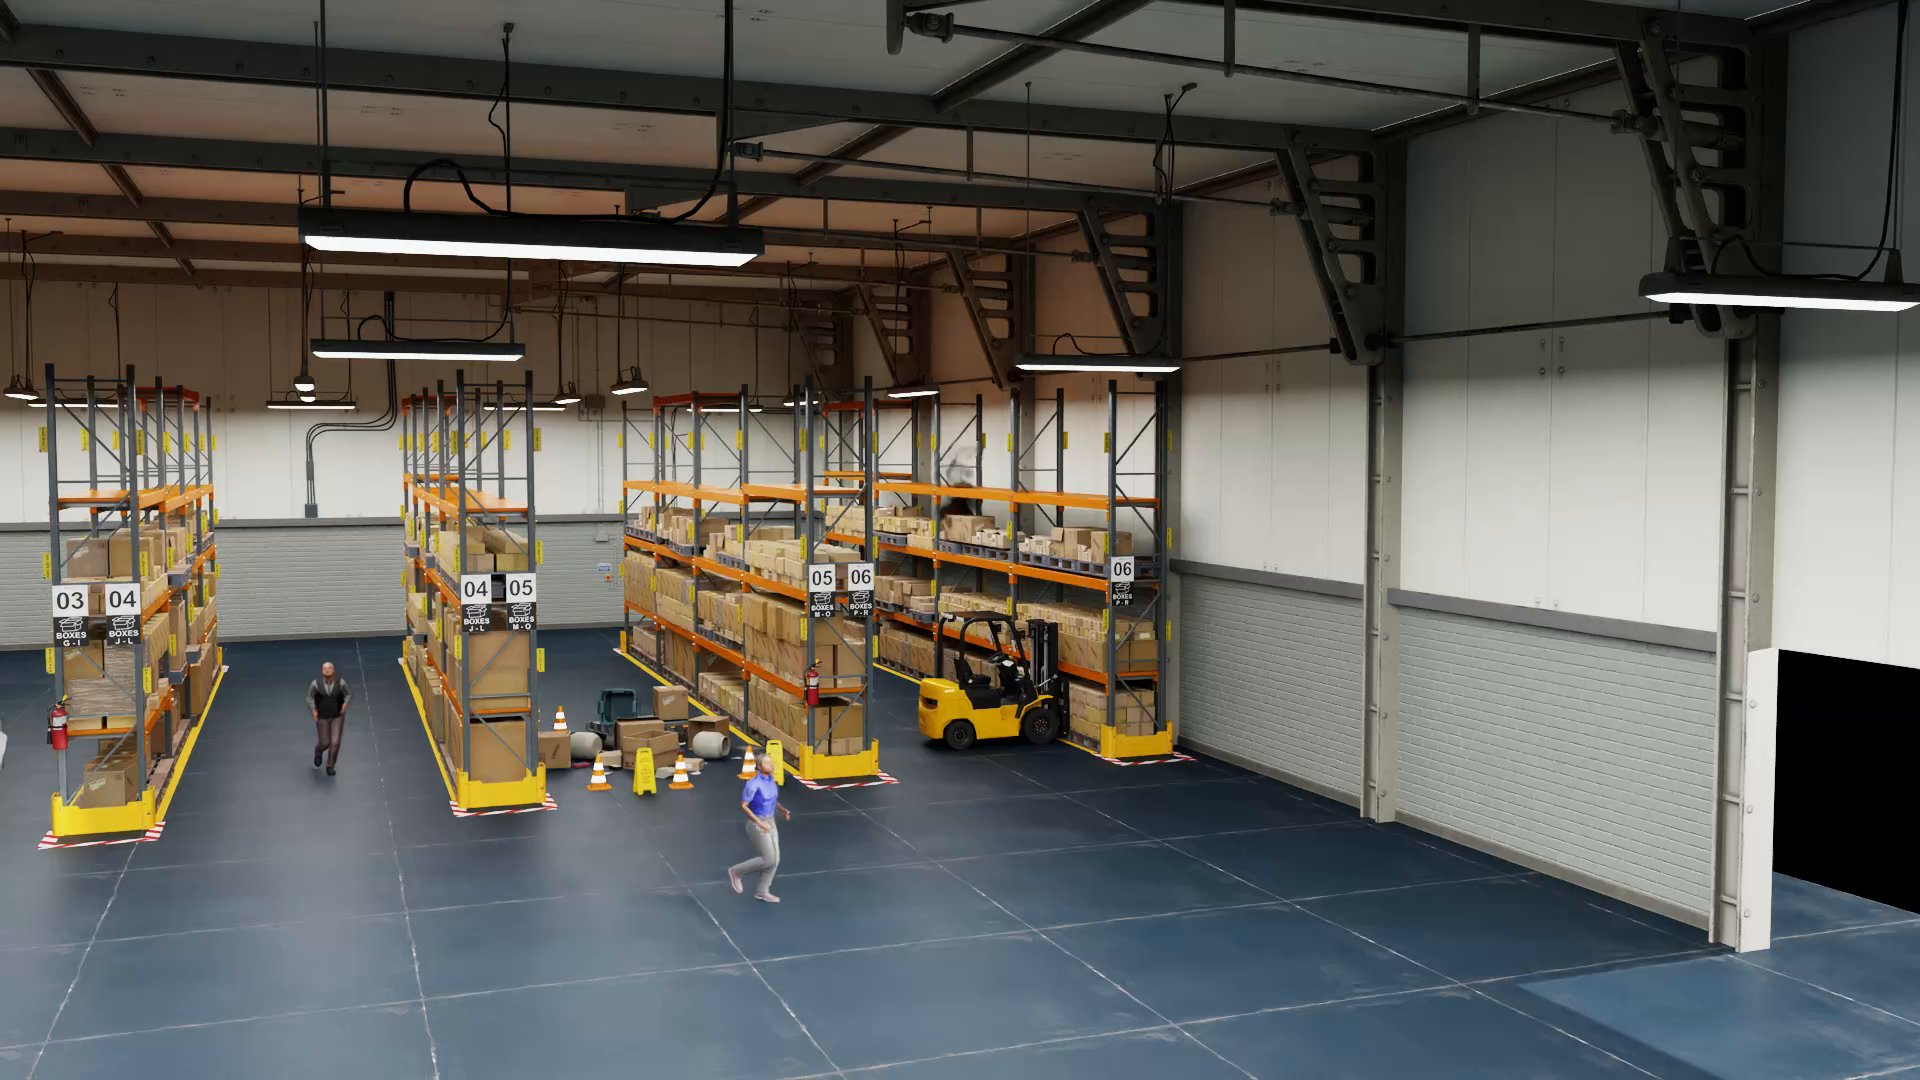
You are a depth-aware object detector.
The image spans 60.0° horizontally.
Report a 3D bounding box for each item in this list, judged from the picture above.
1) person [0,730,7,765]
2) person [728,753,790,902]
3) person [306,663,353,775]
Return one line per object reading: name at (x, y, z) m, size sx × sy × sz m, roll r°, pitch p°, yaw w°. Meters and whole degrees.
person at (-12.584, 2.929, 21.314) m, size 0.627 × 1.701 × 0.767 m, roll -2°, pitch 4°, yaw -25°
person at (-2.187, 3.145, 18.217) m, size 0.605 × 1.619 × 0.574 m, roll 1°, pitch 4°, yaw 22°
person at (-9.525, 2.696, 25.160) m, size 0.656 × 1.696 × 0.581 m, roll -2°, pitch 4°, yaw -26°
